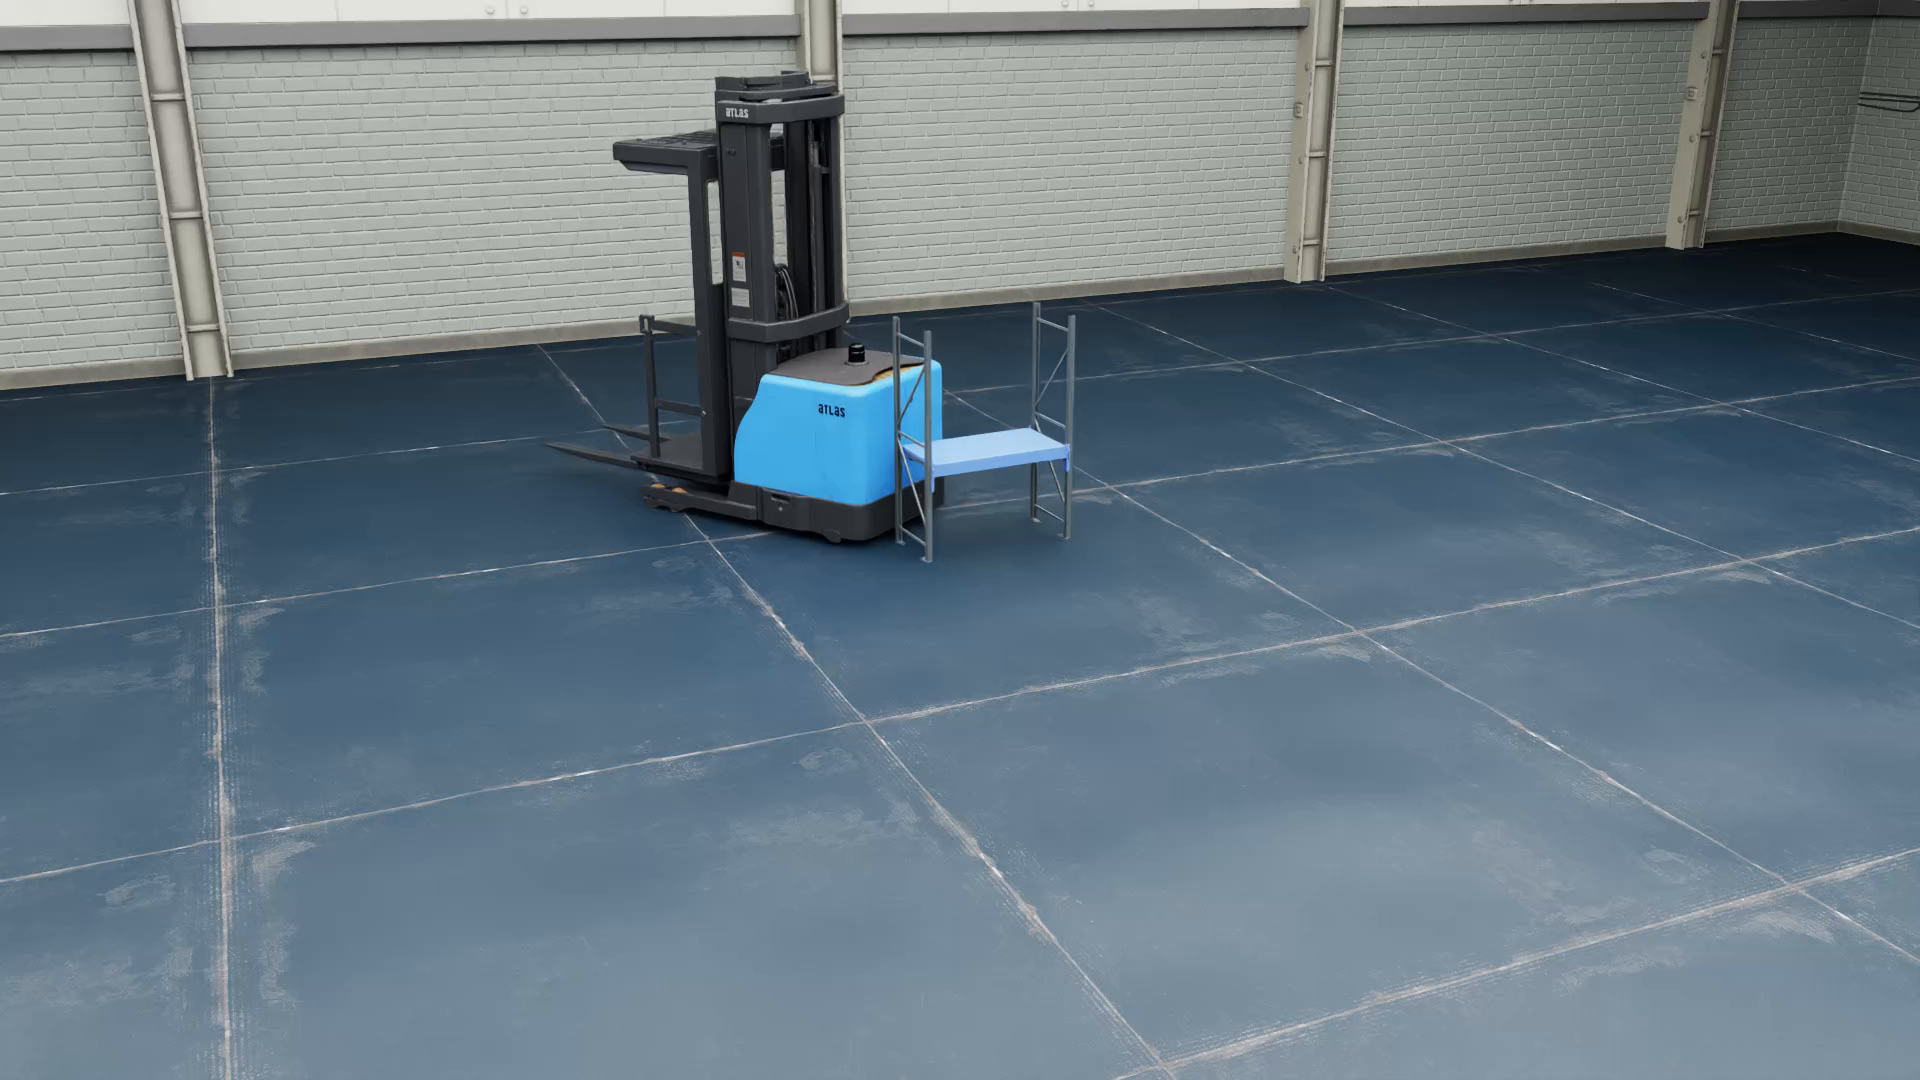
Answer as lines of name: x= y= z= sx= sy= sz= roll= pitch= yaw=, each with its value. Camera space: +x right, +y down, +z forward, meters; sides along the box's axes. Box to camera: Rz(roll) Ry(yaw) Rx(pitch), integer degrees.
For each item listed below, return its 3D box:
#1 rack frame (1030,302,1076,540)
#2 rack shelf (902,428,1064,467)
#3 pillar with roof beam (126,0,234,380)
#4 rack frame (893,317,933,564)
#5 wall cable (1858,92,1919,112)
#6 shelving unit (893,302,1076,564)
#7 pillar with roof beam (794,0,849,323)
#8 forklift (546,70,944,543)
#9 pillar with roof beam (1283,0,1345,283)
rack frame: x=0.606 y=-0.783 z=10.987 sx=0.032 sy=1.500 sz=0.500 roll=-10 pitch=22 yaw=-25
rack shelf: x=0.153 y=-0.583 z=10.814 sx=0.952 sy=0.062 sz=0.459 roll=-10 pitch=22 yaw=-25
pillar with roof beam: x=-5.217 y=-4.457 z=10.132 sx=0.400 sy=9.000 sz=9.100 roll=-8 pitch=21 yaw=-22
rack frame: x=-0.301 y=-0.631 z=10.555 sx=0.032 sy=1.500 sz=0.500 roll=-10 pitch=22 yaw=-25
wall cable: x=12.834 y=-6.658 z=21.057 sx=0.112 sy=2.526 sz=3.097 roll=-8 pitch=21 yaw=-22
shelving unit: x=0.153 y=-0.707 z=10.771 sx=1.048 sy=1.500 sz=0.500 roll=-10 pitch=22 yaw=-25
pillar with roof beam: x=0.292 y=-5.247 z=12.374 sx=0.400 sy=9.000 sz=9.100 roll=-8 pitch=21 yaw=-22
forklift: x=-1.629 y=-1.711 z=11.468 sx=3.031 sy=2.935 sz=1.130 roll=12 pitch=23 yaw=30
pillar with roof beam: x=5.802 y=-6.036 z=14.615 sx=0.400 sy=9.000 sz=9.100 roll=-8 pitch=21 yaw=-22
